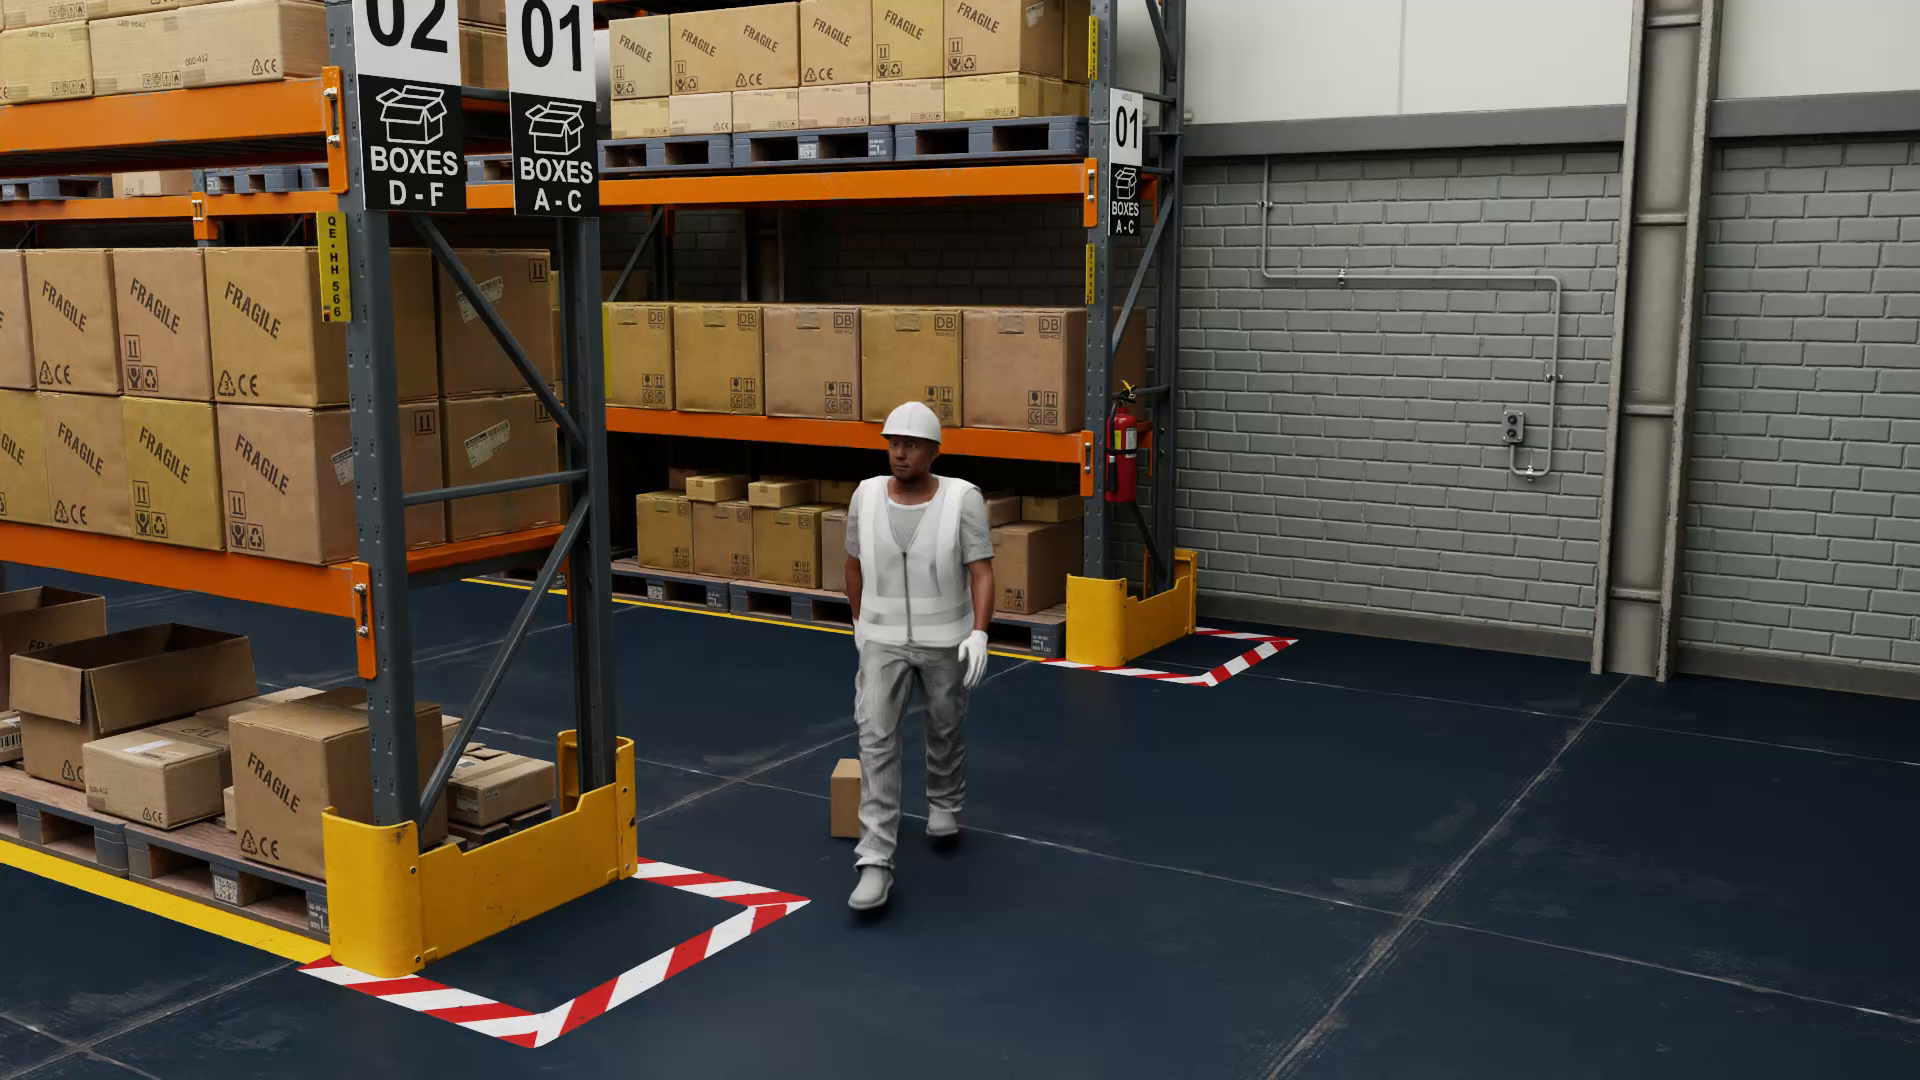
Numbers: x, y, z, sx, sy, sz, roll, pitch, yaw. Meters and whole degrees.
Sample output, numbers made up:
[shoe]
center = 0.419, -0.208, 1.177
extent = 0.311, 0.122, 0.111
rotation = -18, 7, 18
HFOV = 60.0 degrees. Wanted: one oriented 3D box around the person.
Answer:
[person]
center = -0.163, 0.359, 6.043
extent = 0.582, 1.714, 1.067
rotation = 1, 9, 7
